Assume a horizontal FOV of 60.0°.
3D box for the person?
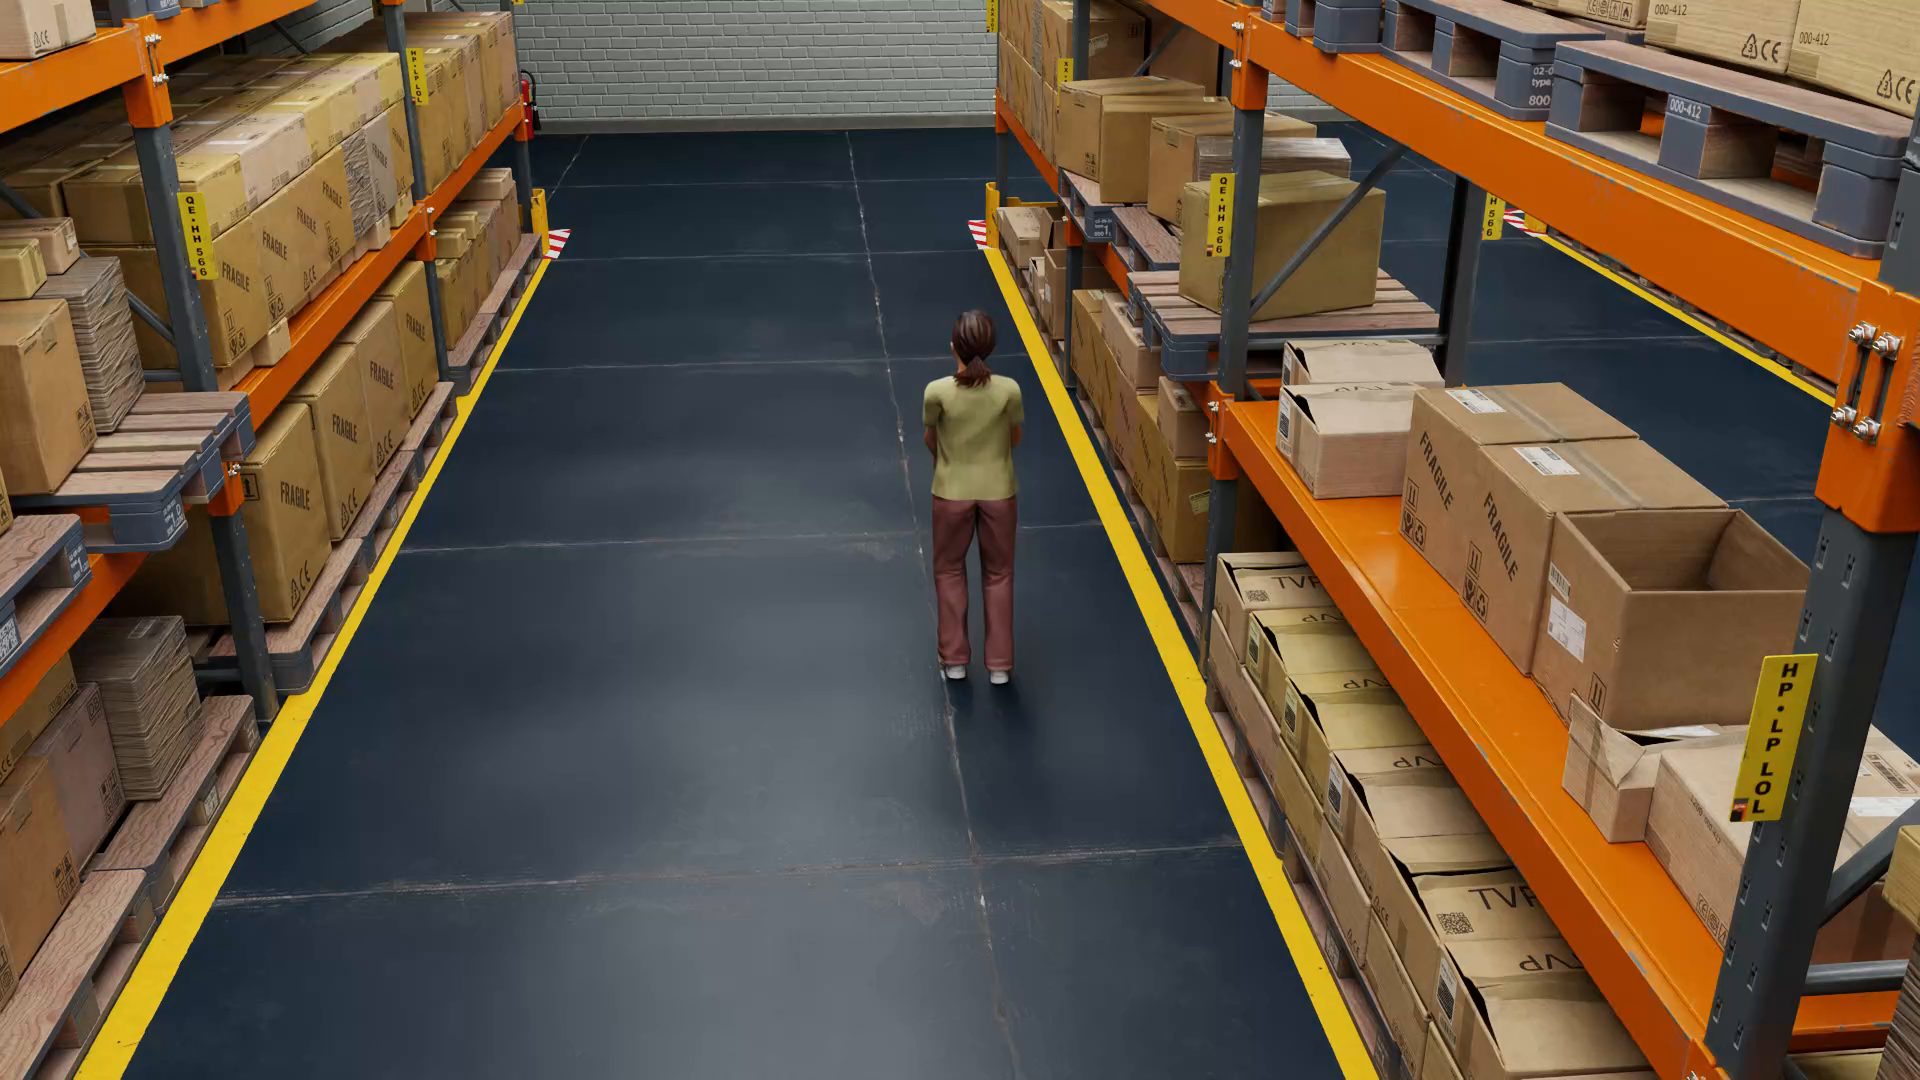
[{"bbox_3d":[0.053,-0.187,7.065,0.426,1.647,0.544,-2,24,-4],"label":"person"}]
